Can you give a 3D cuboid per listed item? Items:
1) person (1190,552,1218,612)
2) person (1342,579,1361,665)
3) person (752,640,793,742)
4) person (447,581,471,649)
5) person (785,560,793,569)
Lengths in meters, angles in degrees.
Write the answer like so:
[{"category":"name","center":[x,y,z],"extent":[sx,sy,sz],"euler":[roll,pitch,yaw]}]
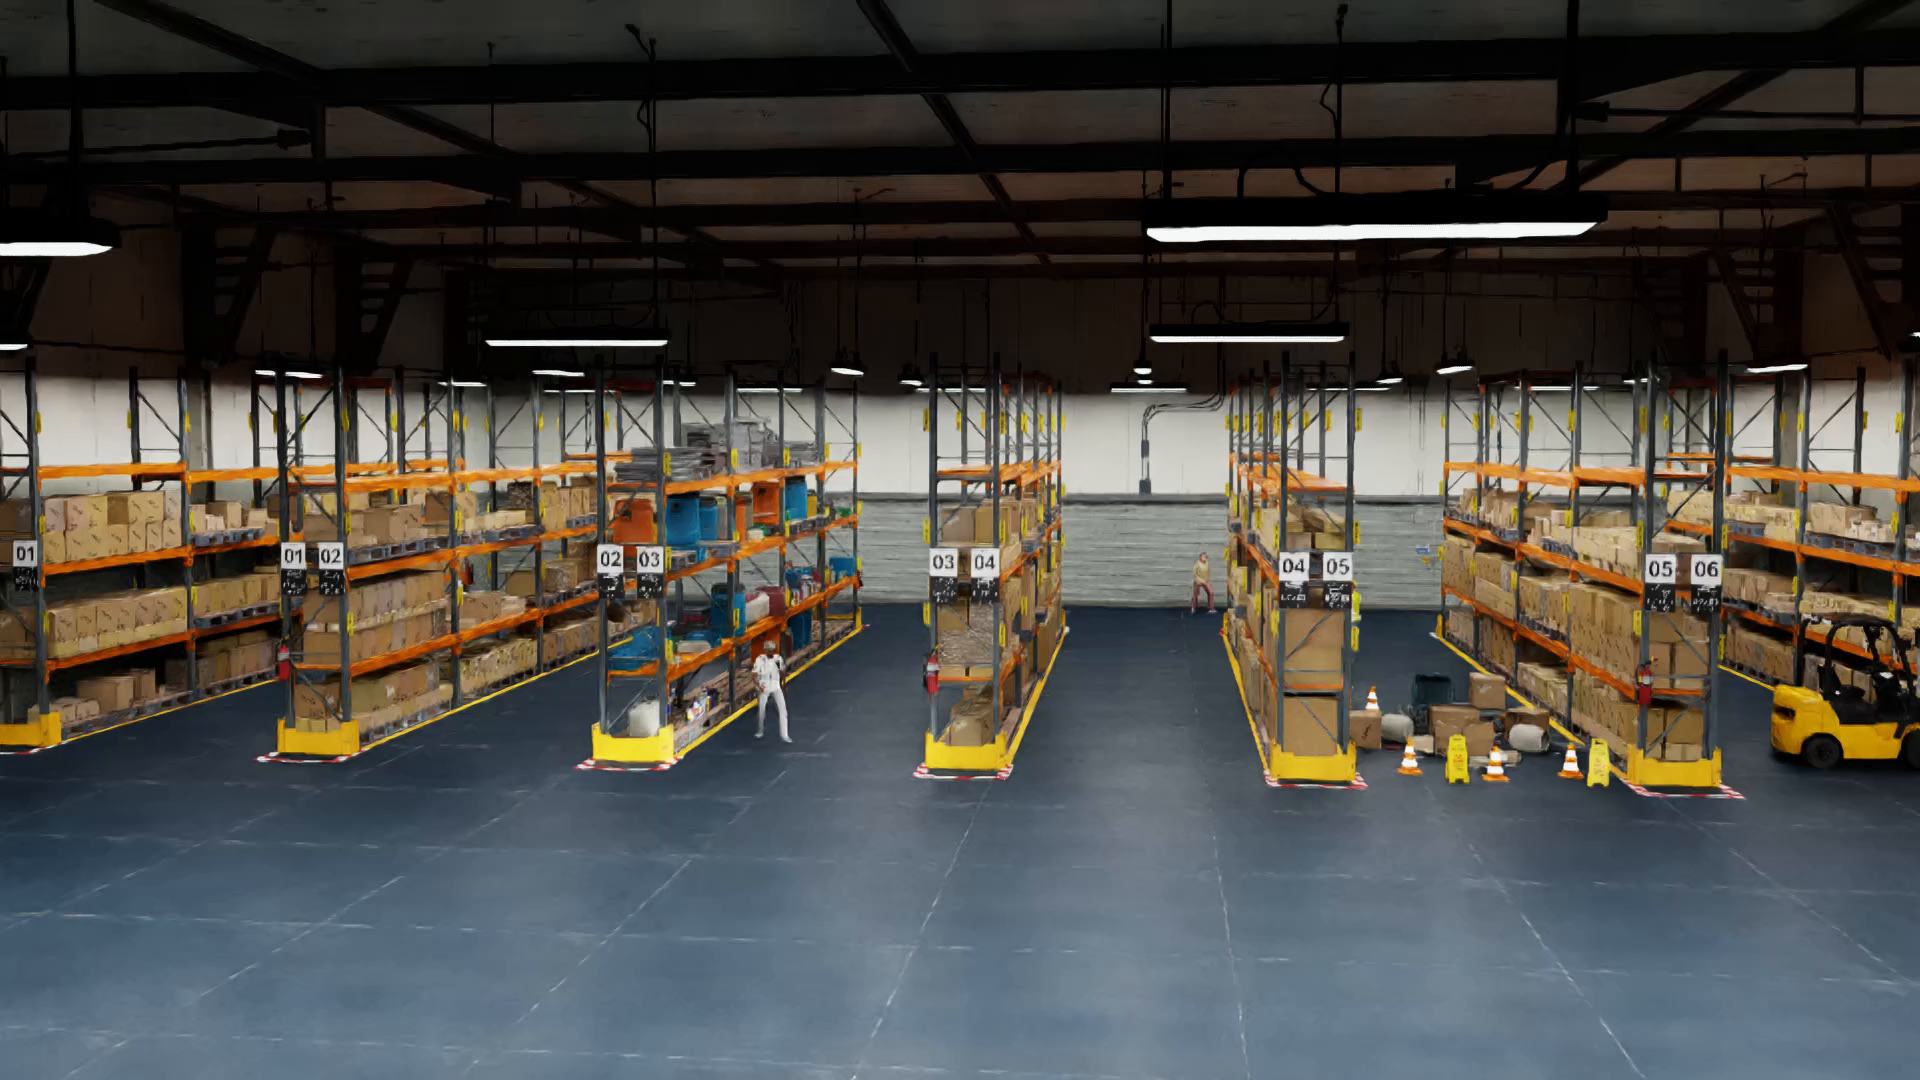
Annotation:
[{"category":"person","center":[6.359,1.107,43.629],"extent":[0.613,1.617,0.770],"euler":[-1,4,-14]},{"category":"person","center":[8.015,1.678,34.335],"extent":[0.497,1.765,0.625],"euler":[3,5,37]},{"category":"person","center":[-2.968,2.344,26.131],"extent":[0.621,1.602,0.812],"euler":[-1,4,-10]},{"category":"person","center":[-10.465,1.692,34.817],"extent":[0.719,1.714,0.578],"euler":[0,4,5]},{"category":"person","center":[-4.062,1.336,39.742],"extent":[0.466,1.730,0.680],"euler":[-1,4,-7]}]
